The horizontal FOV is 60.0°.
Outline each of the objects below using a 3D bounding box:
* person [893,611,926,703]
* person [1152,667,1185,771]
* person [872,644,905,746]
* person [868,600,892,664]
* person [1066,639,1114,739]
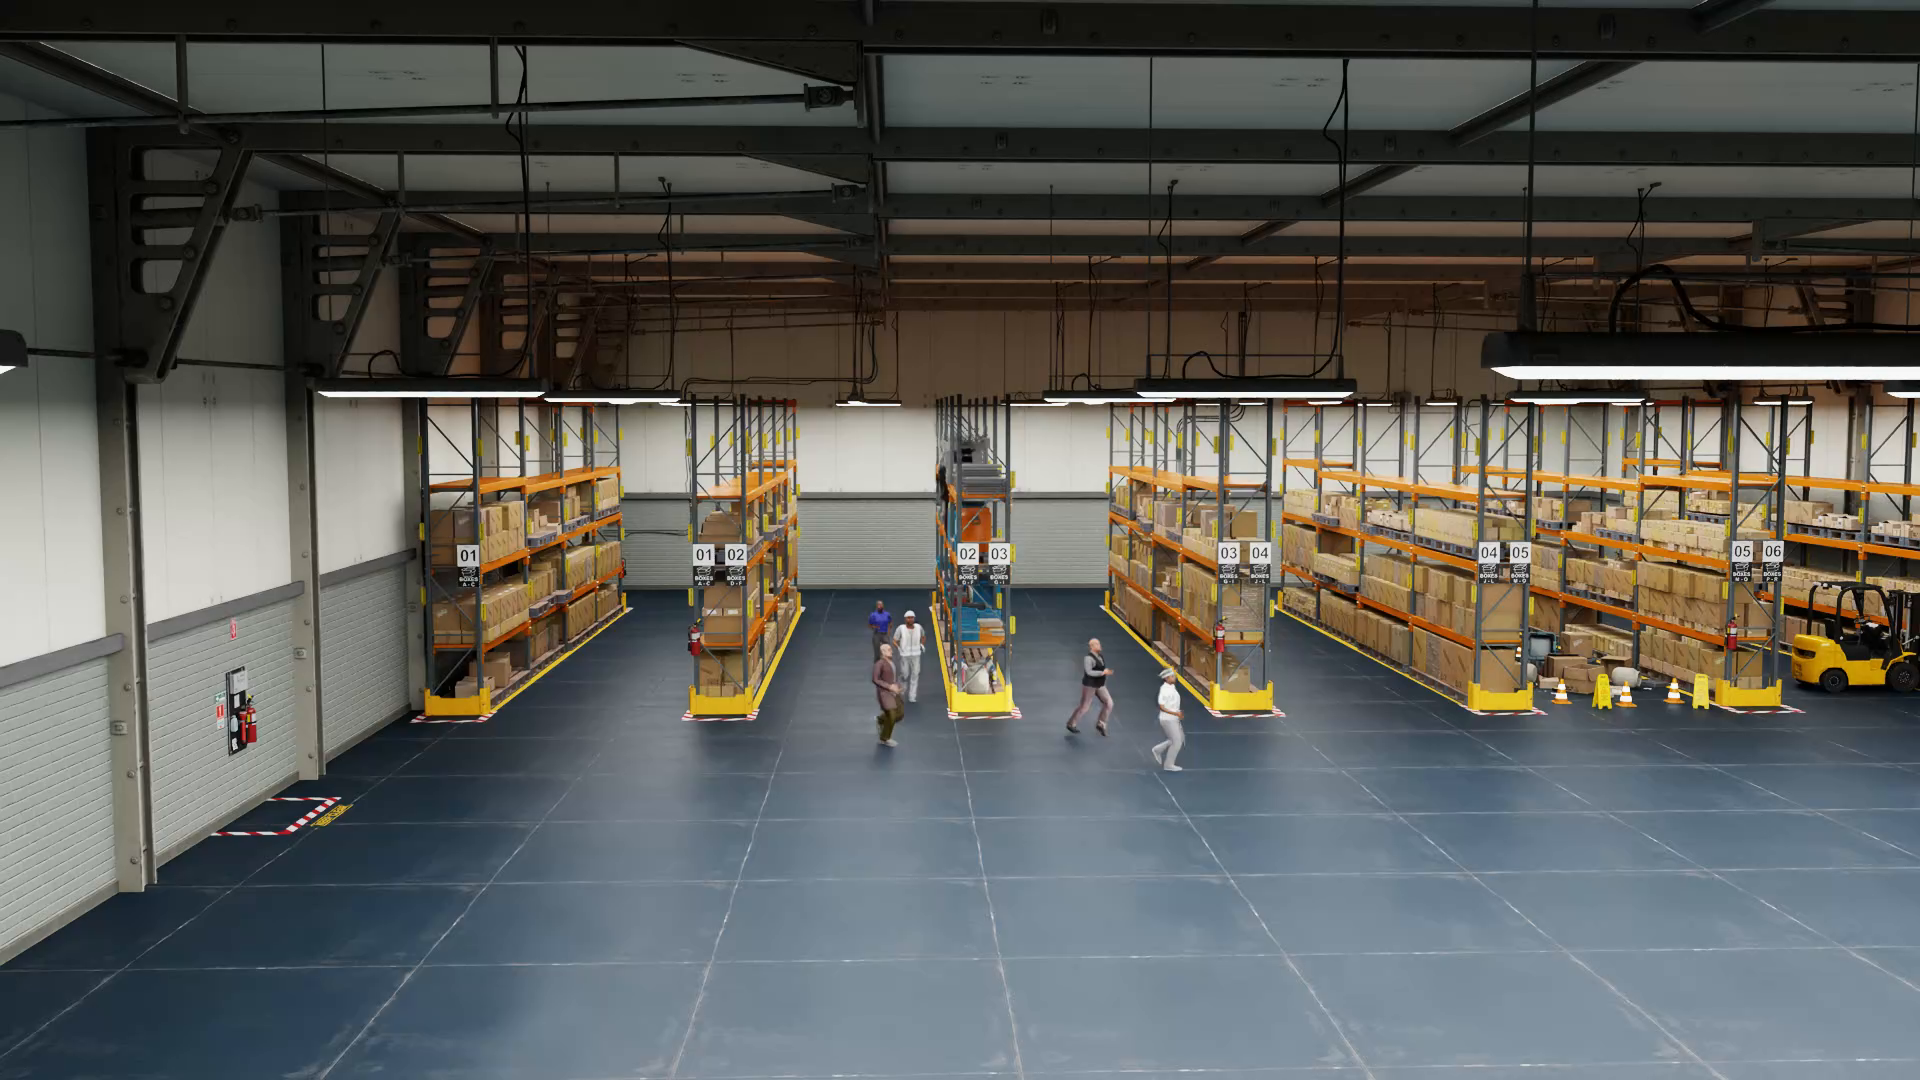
[{"bbox_3d":[-0.980,2.271,32.698,0.681,1.766,0.878,-1,5,-11],"label":"person"},{"bbox_3d":[3.303,2.826,26.311,0.583,1.650,0.573,2,5,19],"label":"person"},{"bbox_3d":[-1.238,2.635,28.339,0.636,1.734,0.710,2,5,29],"label":"person"},{"bbox_3d":[-1.675,2.121,35.437,0.558,1.685,0.667,-1,5,-12],"label":"person"},{"bbox_3d":[2.314,2.587,29.006,0.887,1.760,0.662,3,6,36],"label":"person"}]
